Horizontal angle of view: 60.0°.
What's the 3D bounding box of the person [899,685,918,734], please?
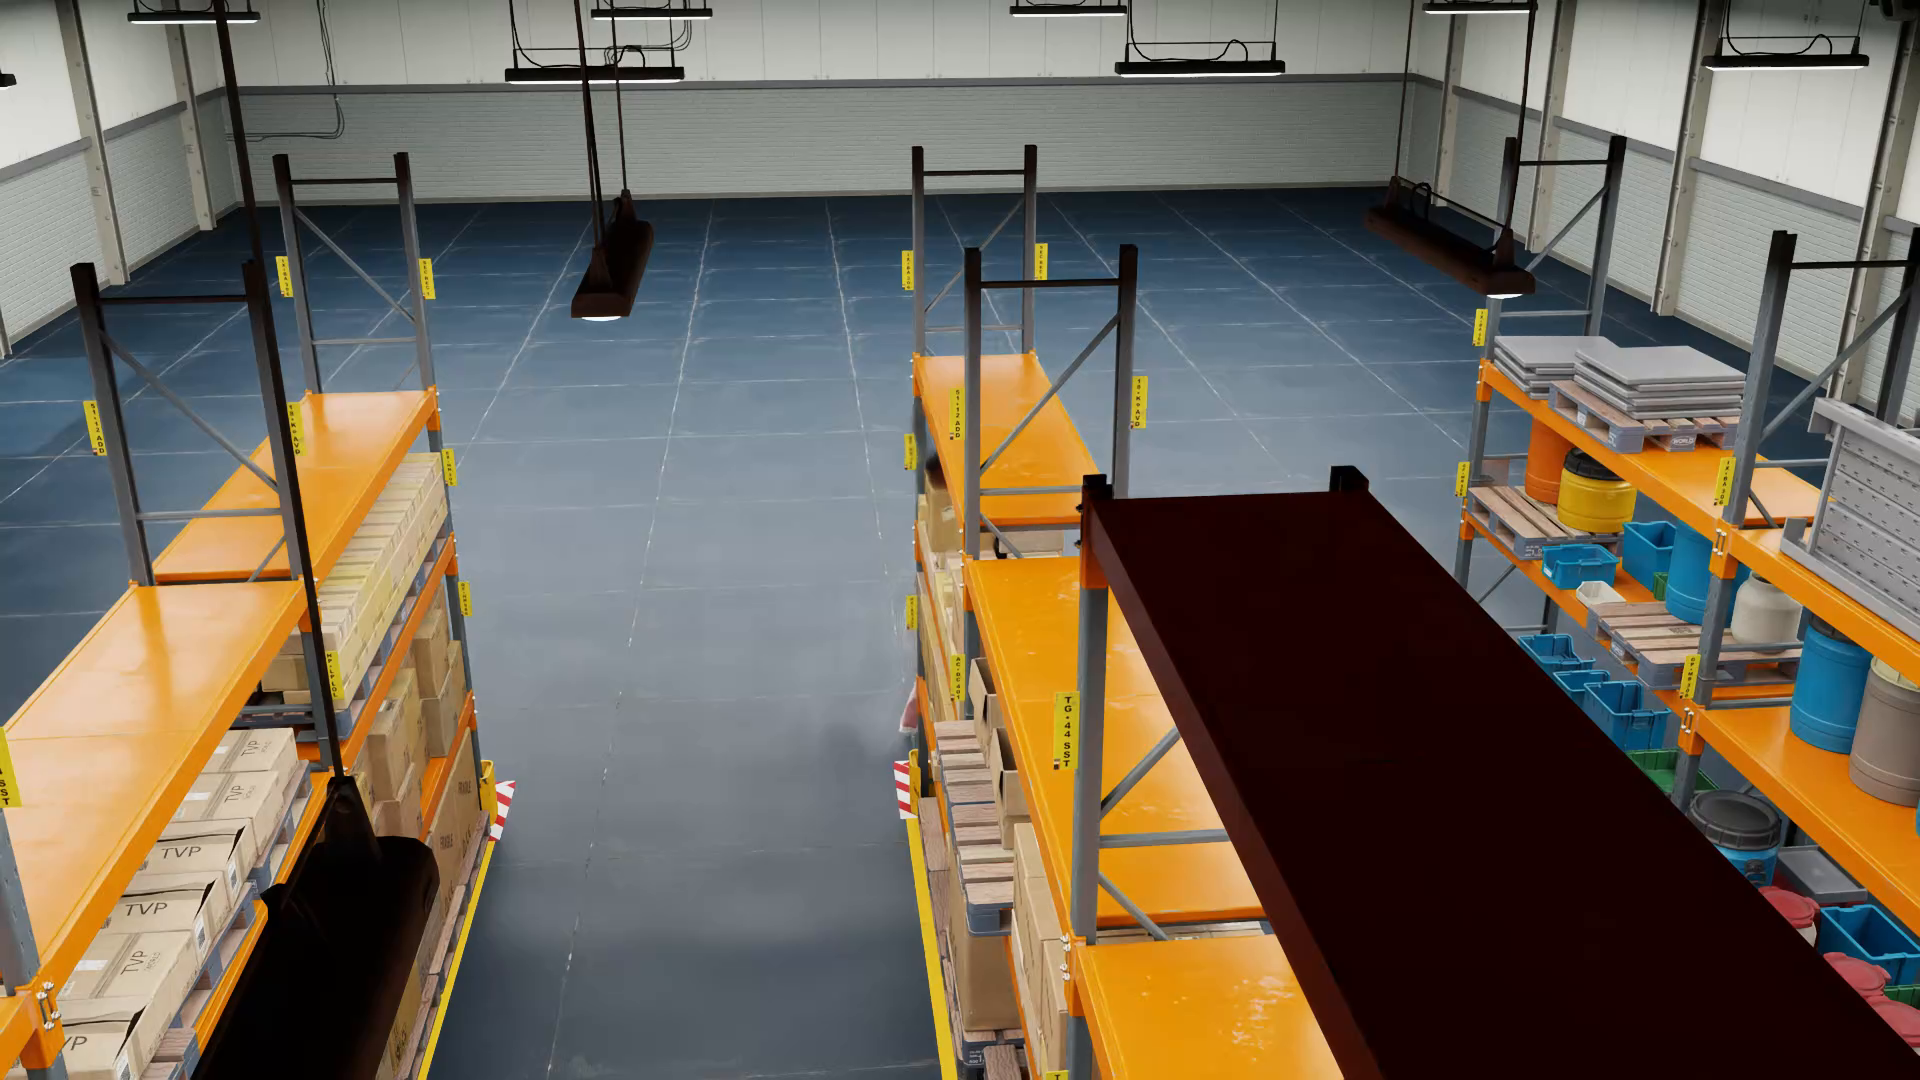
[{"bbox_3d":[-0.155,1.140,16.512,0.966,1.607,0.464,-8,23,-20],"label":"person"}]
